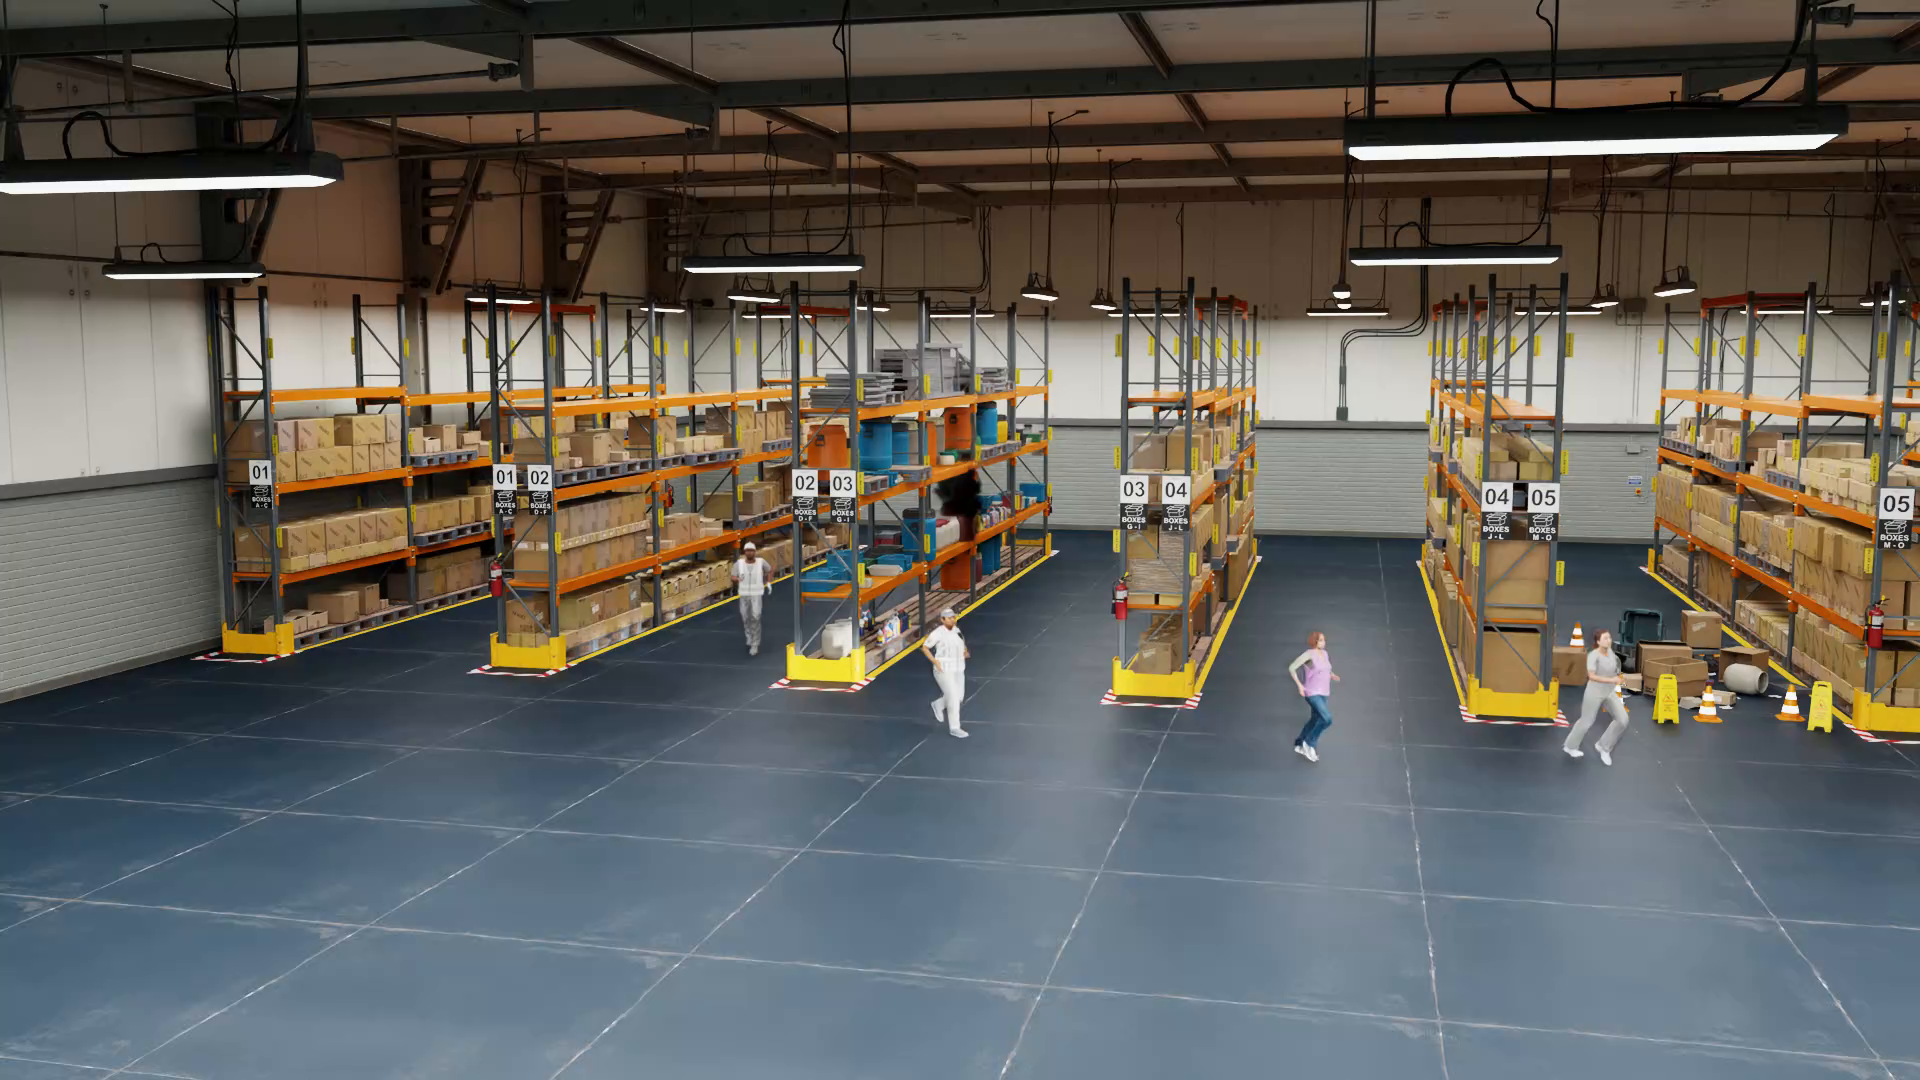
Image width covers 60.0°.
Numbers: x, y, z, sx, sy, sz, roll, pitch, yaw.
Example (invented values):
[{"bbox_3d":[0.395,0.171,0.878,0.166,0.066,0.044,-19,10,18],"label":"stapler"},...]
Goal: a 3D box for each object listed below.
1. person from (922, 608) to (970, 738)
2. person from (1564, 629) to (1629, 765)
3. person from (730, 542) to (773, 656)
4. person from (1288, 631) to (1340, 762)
[{"bbox_3d":[-0.149,1.704,21.681,0.621,1.636,0.802,-6,9,-41],"label":"person"},{"bbox_3d":[7.719,1.874,20.047,0.578,1.655,0.849,-3,7,-24],"label":"person"},{"bbox_3d":[-3.461,0.937,27.538,0.672,1.814,0.903,0,7,2],"label":"person"},{"bbox_3d":[4.329,1.894,20.184,0.508,1.587,0.654,-6,9,-43],"label":"person"}]
